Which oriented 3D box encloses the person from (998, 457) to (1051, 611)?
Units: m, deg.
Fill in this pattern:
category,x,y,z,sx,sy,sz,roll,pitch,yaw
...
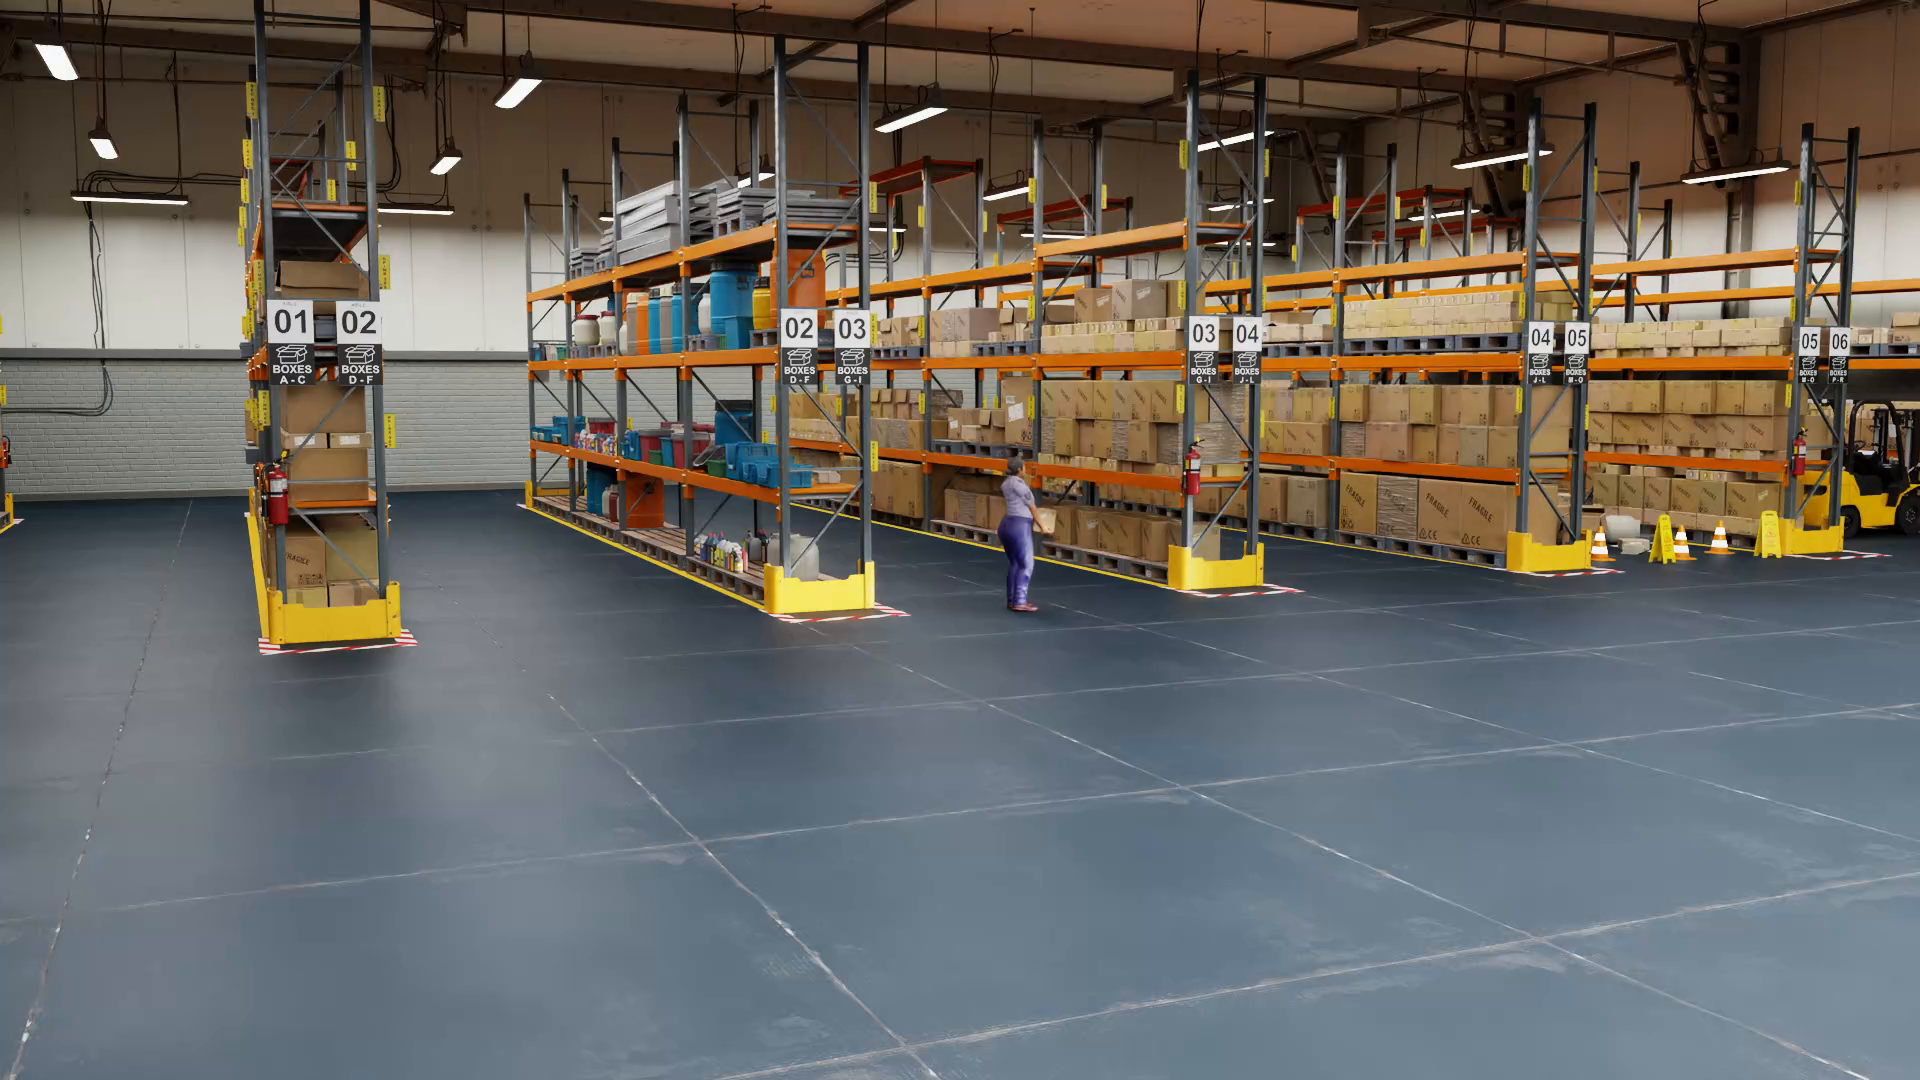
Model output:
category,x,y,z,sx,sy,sz,roll,pitch,yaw
person,0.680,-0.070,17.865,0.525,1.647,0.435,-3,6,-25
